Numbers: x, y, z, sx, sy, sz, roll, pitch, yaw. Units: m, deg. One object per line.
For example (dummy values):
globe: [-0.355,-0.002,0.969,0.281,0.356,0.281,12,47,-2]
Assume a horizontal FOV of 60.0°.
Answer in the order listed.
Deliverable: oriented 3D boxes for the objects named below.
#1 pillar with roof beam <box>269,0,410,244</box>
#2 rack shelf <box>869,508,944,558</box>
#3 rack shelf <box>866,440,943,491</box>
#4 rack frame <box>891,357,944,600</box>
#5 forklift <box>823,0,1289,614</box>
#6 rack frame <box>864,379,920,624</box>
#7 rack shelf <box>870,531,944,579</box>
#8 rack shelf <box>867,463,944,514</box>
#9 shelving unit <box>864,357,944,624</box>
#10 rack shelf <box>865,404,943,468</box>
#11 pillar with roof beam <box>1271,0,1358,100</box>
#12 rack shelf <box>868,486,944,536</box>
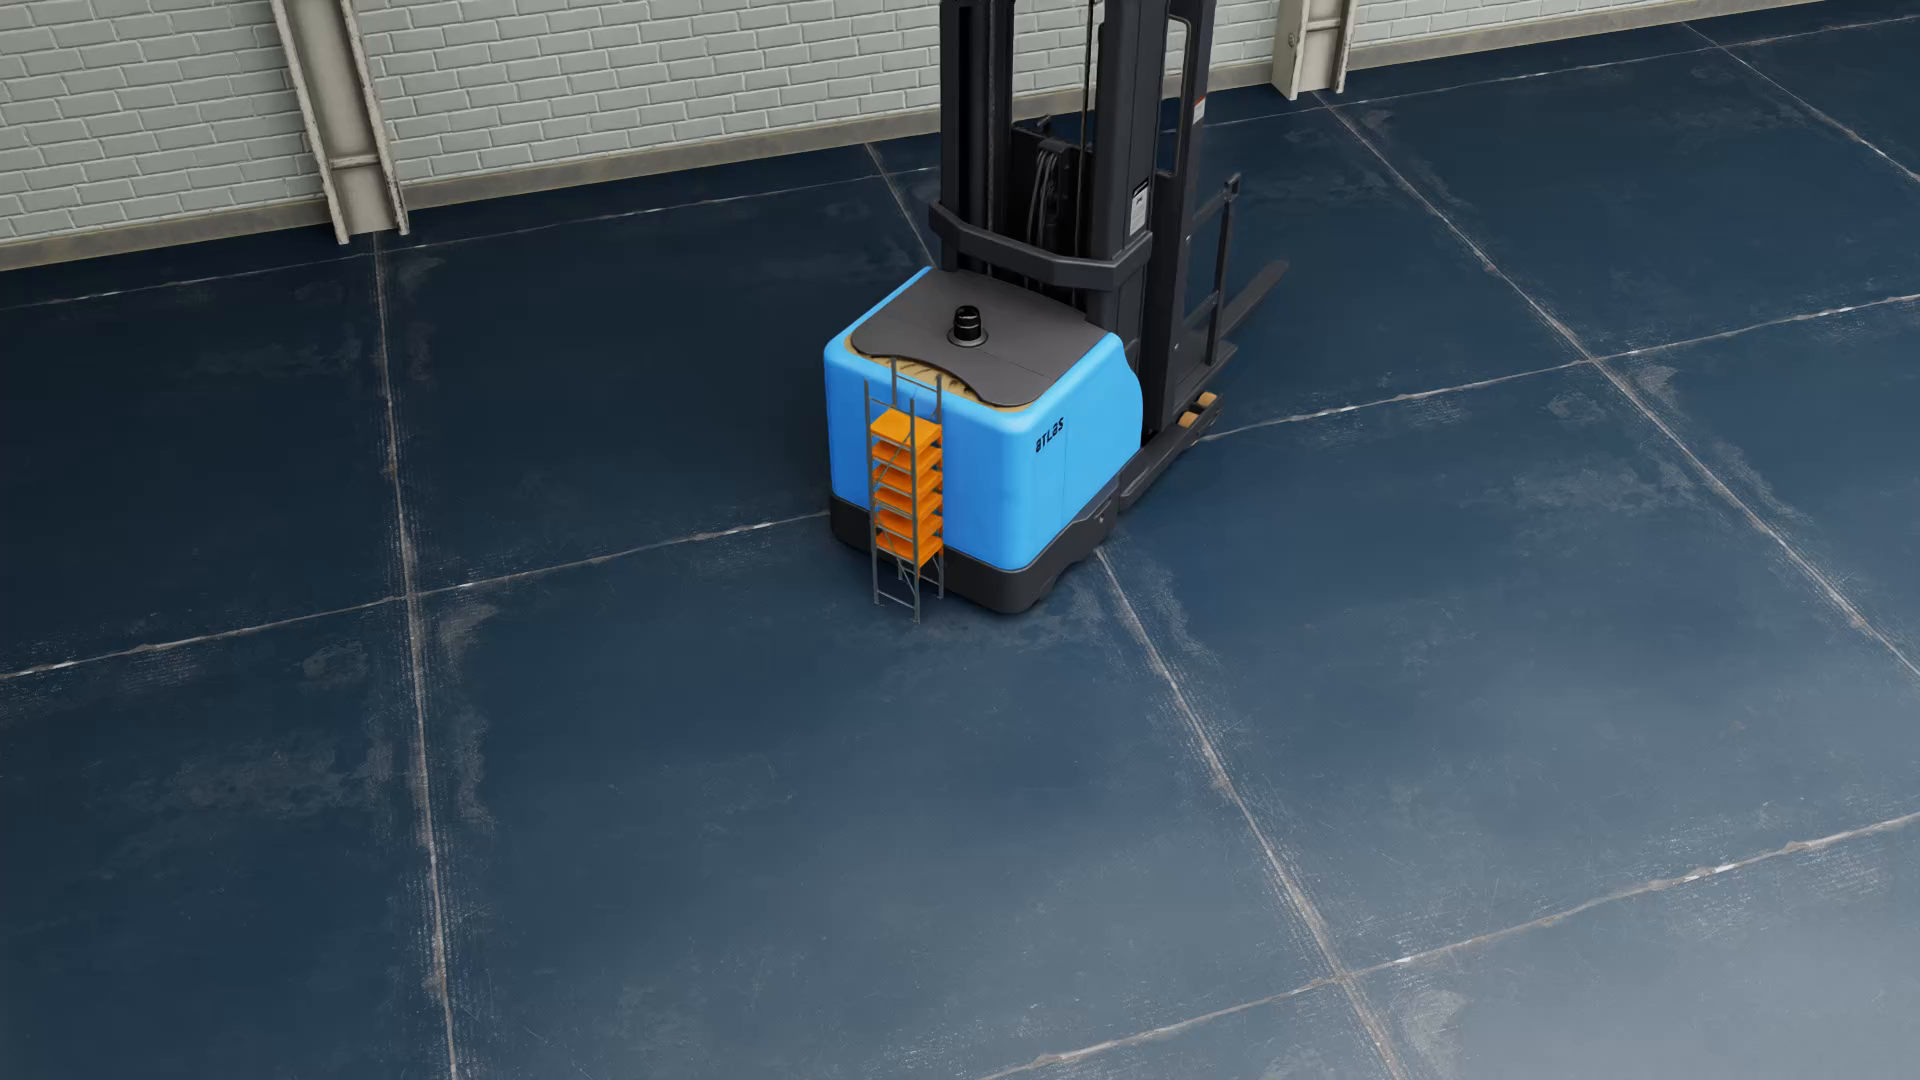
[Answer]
pillar with roof beam: [-2.130,-2.518,3.643,0.400,9.000,9.100,-12,42,-13]
rack shelf: [-0.224,-0.058,7.004,0.258,0.103,0.180,24,46,25]
rack shelf: [-0.224,-0.329,6.768,0.258,0.103,0.180,24,46,25]
rack frame: [-0.173,-0.232,6.953,0.240,1.200,0.006,24,46,25]
forklift: [0.653,-1.725,7.346,1.130,2.935,3.031,24,46,25]
rack frame: [-0.275,-0.132,6.839,0.240,1.200,0.006,24,46,25]
rack shelf: [-0.224,0.032,7.083,0.258,0.103,0.180,24,46,25]
rack shelf: [-0.224,-0.239,6.846,0.258,0.103,0.180,24,46,25]
shelving unit: [-0.224,-0.182,6.896,0.258,1.200,0.189,24,46,25]
rack shelf: [-0.224,-0.420,6.689,0.258,0.103,0.180,24,46,25]
pillar with roof beam: [3.593,-3.704,5.000,0.400,9.000,9.100,-12,42,-13]
rack shelf: [-0.224,-0.149,6.925,0.258,0.103,0.180,24,46,25]
